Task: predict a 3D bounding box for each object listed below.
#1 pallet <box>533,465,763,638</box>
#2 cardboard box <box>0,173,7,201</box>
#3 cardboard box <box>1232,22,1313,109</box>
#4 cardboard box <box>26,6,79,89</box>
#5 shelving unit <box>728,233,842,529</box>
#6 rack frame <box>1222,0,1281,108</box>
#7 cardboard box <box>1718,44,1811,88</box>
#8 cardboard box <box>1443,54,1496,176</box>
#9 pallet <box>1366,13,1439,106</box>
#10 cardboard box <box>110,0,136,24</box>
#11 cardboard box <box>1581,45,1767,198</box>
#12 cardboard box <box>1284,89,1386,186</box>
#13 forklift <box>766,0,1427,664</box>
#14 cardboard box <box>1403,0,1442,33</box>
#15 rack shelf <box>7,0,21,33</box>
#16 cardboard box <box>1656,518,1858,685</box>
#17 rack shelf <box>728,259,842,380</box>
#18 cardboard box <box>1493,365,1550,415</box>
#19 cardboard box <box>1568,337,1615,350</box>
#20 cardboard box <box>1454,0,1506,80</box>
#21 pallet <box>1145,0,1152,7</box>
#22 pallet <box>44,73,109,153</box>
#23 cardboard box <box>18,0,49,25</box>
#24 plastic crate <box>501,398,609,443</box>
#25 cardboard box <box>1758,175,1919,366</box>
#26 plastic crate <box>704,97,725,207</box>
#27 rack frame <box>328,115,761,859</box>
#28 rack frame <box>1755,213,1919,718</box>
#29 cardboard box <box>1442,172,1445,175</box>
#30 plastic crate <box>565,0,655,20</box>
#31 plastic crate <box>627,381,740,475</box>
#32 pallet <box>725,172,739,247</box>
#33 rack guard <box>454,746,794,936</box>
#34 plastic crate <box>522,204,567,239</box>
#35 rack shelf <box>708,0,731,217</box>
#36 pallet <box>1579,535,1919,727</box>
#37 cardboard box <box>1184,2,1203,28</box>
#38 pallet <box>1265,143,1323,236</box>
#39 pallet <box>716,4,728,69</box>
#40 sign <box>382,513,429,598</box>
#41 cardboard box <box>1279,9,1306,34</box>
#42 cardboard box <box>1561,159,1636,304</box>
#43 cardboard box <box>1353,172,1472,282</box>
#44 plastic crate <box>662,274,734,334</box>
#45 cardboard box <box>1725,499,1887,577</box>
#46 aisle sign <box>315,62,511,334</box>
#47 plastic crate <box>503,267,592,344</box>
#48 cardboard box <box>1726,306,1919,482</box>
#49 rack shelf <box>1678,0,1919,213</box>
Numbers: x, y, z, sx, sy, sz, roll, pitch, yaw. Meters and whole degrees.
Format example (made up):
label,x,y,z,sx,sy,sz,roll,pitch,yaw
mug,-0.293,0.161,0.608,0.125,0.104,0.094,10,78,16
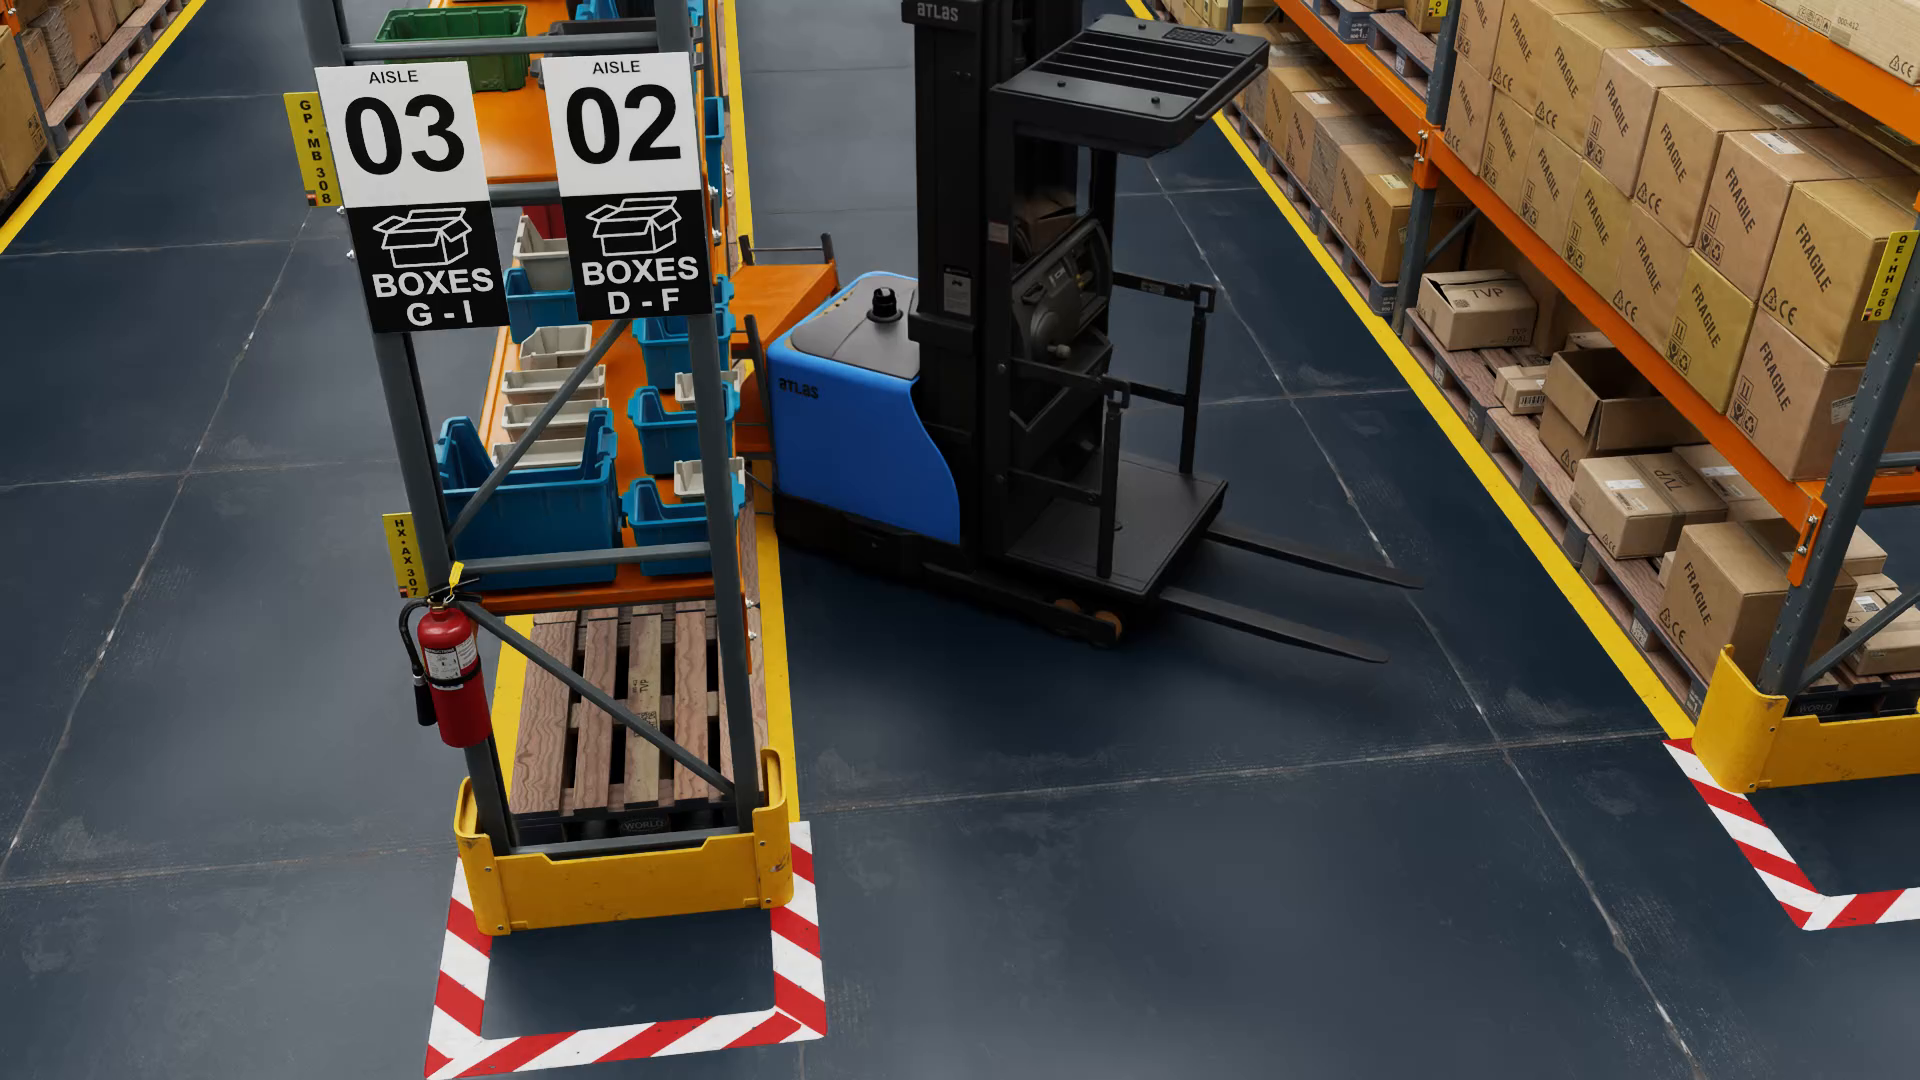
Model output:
label,x,y,z,sx,sy,sz,roll,pitch,yaw
pallet,-1.472,0.079,7.947,1.003,0.211,1.213,-4,35,-6
cardboard box,-7.039,-2.431,10.668,1.225,0.875,0.875,-4,35,-6
cardboard box,2.372,-3.642,12.759,0.500,0.500,0.500,-3,34,-4
cardboard box,-7.420,-3.850,13.065,0.700,0.500,0.500,-7,35,-10
shelving unit,-0.967,-0.813,8.356,0.538,1.125,1.048,2,32,18
rack frame,2.594,-4.769,12.584,1.000,3.000,0.127,-4,35,-6
cardboard box,3.662,-1.881,7.369,0.500,0.500,0.500,-5,35,-7
cardboard box,2.930,-2.273,8.833,0.500,0.500,0.500,-4,34,-5
pallet,3.133,-2.911,10.029,1.003,0.211,1.213,-4,35,-6
cardboard box,-7.654,-4.790,14.444,0.700,0.500,0.500,-5,35,-7
cardboard box,3.125,-1.844,7.315,0.500,0.500,0.500,-3,34,-5
cardboard box,2.586,-2.779,11.493,0.500,0.500,0.500,-5,35,-8
forklift,0.633,-1.067,7.213,3.031,2.935,1.130,16,38,23
cardboard box,3.134,-3.412,10.131,0.700,0.500,0.500,1,34,1
rack shelf,-7.492,-4.839,13.326,1.077,0.370,4.000,-4,35,-6
cardboard box,3.353,0.262,7.031,0.500,0.500,0.500,-4,35,-6
rack shelf,-1.005,-1.064,8.209,0.538,0.278,1.000,2,32,18
cardboard box,3.100,-0.815,8.908,0.380,0.166,0.250,-4,35,-6
cardboard box,3.590,-0.892,8.893,0.500,0.311,0.500,-4,35,-6
cardboard box,2.916,-2.707,8.582,0.500,0.500,0.500,-4,34,-5
pallet,2.194,-5.440,16.046,1.003,0.211,1.213,-4,35,-6
pallet,-7.327,-3.304,12.911,1.003,0.211,1.213,-4,35,-6
cardboard box,-7.424,-4.146,12.833,0.500,0.250,0.500,-1,34,-1
plastic crate,-1.553,-0.451,6.430,0.396,0.136,0.243,-4,35,-6
cardboard box,3.337,-0.986,6.057,0.500,0.500,0.500,-5,35,-7
plastic crate,-1.376,-1.947,8.404,0.392,0.384,0.575,-4,35,-6
rack frame,-1.239,0.069,5.486,1.000,3.000,0.127,-4,35,-6
rack frame,3.670,-0.304,6.033,1.000,3.000,0.127,-4,35,-6
cardboard box,3.225,-2.271,10.747,0.500,0.500,0.500,-4,34,-6
plastic crate,-1.172,-2.019,5.940,0.504,0.338,0.767,-4,35,-6
plastic crate,-1.035,-0.417,6.294,0.416,0.233,0.300,-4,35,-6
pallet,-2.007,-2.127,11.184,1.003,0.211,1.213,-4,35,-6
rack guard,-1.223,1.114,6.171,1.175,0.500,0.348,-4,35,-6
plastic crate,-1.905,-1.697,7.967,0.402,0.464,0.583,-4,35,-6
rack shelf,-2.046,-2.982,10.601,1.077,0.370,4.000,-4,35,-6
pallet,3.551,0.361,7.533,1.003,0.211,1.213,-4,35,-6
cardboard box,2.209,-4.368,14.065,0.500,0.250,0.500,-5,35,-7
pallet,2.818,-2.518,11.757,1.003,0.211,1.213,-4,35,-6
pallet,-2.542,-4.358,14.457,1.003,0.211,1.213,-4,35,-6
sign,-1.782,0.052,5.365,0.100,0.325,0.005,-4,35,-6
cardboard box,2.814,-4.352,13.544,0.500,0.311,0.500,-3,34,-5
cardboard box,3.137,-1.424,7.588,0.500,0.500,0.500,-5,35,-7
cardboard box,2.781,-1.939,10.261,0.500,0.500,0.500,-5,35,-7
plastic crate,-1.163,-0.952,7.079,0.416,0.233,0.300,-4,35,-6
cardboard box,3.811,0.046,7.570,0.500,0.250,0.500,-4,35,-6
aisle sign,-1.520,-0.943,4.662,0.394,0.787,0.004,-4,35,-6
plastic crate,-1.769,-1.014,7.169,0.416,0.233,0.300,-4,35,-6
cardboard box,3.340,-0.575,6.341,0.500,0.500,0.500,-3,34,-5
rack shelf,3.401,-2.363,7.029,1.077,0.370,4.000,-4,35,-6
